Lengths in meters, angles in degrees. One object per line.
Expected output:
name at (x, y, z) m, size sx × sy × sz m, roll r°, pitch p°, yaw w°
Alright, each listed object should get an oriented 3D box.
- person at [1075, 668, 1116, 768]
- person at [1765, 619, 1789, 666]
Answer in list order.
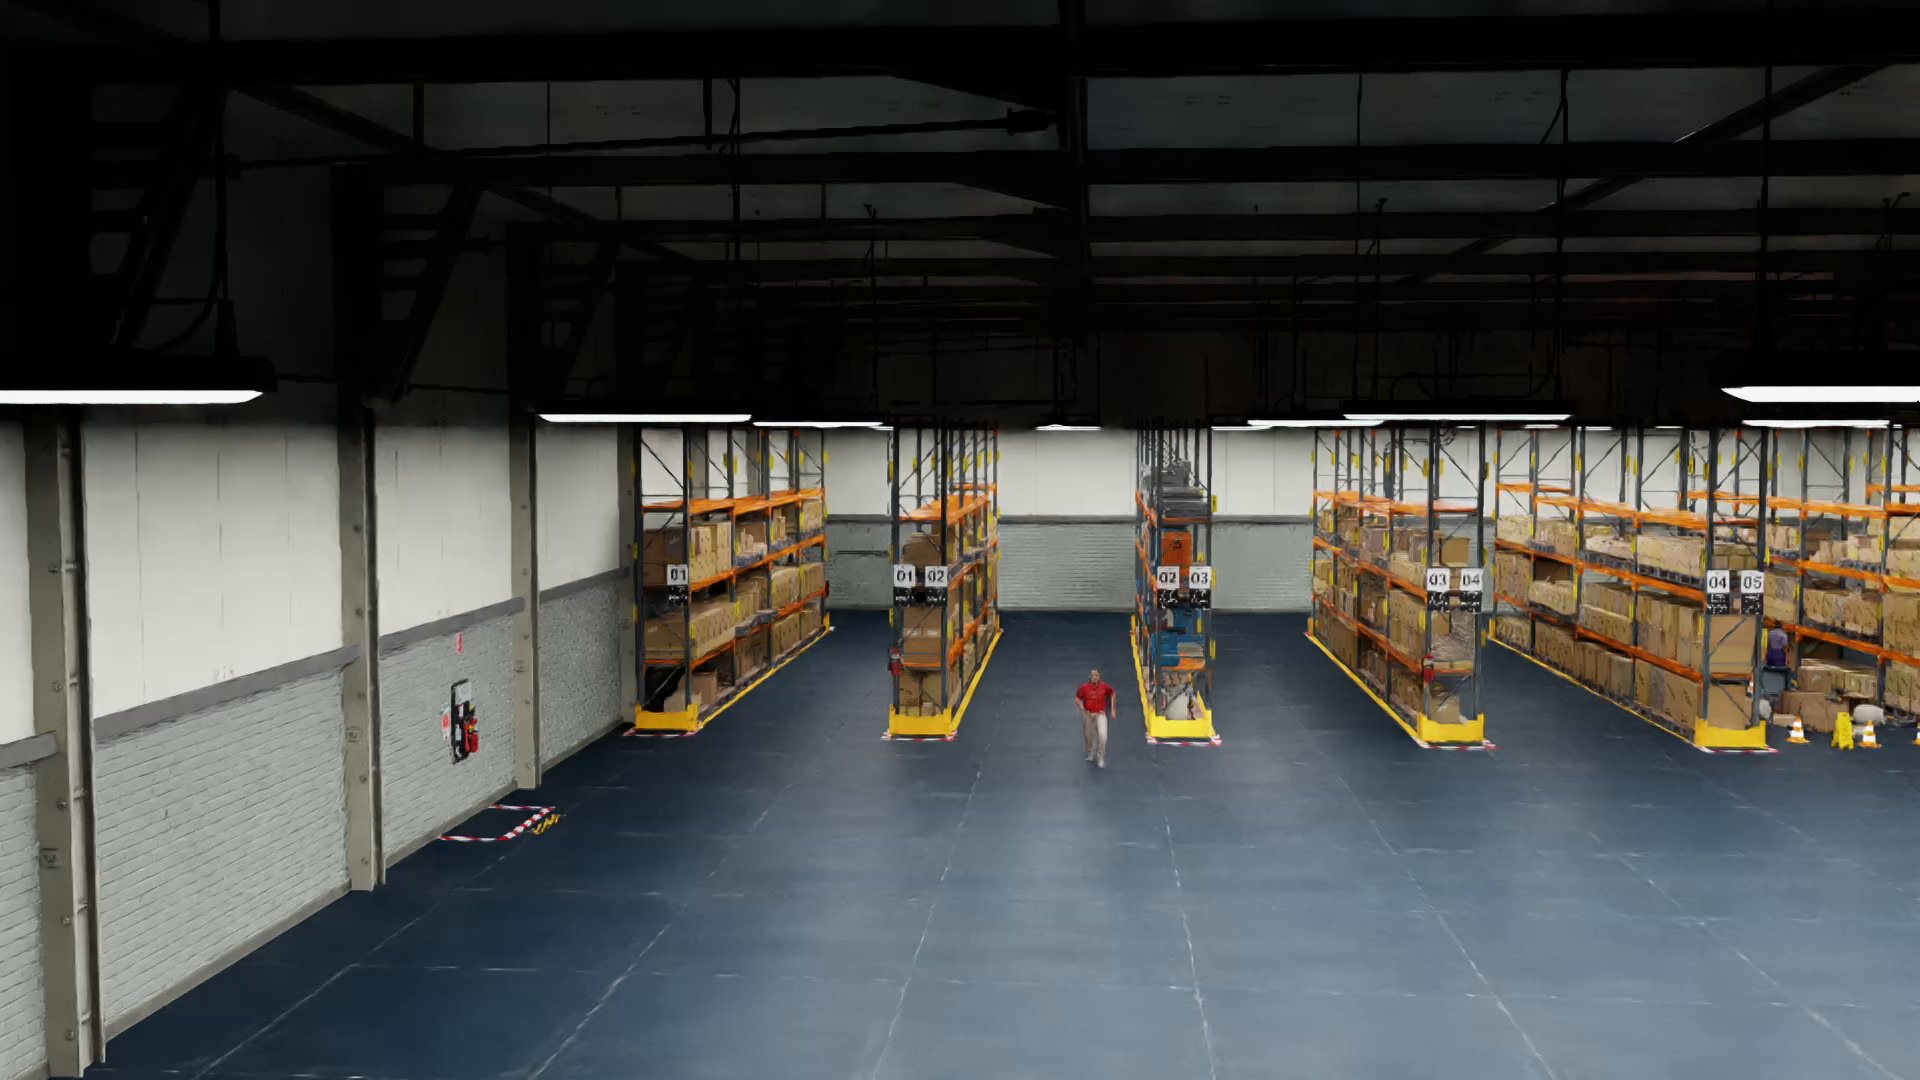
person at (2.319, 3.026, 28.603) m, size 0.686 × 1.666 × 0.867 m, roll 1°, pitch 4°, yaw 10°
person at (17.700, 2.541, 35.971) m, size 0.429 × 1.656 × 0.533 m, roll -2°, pitch 4°, yaw -26°
